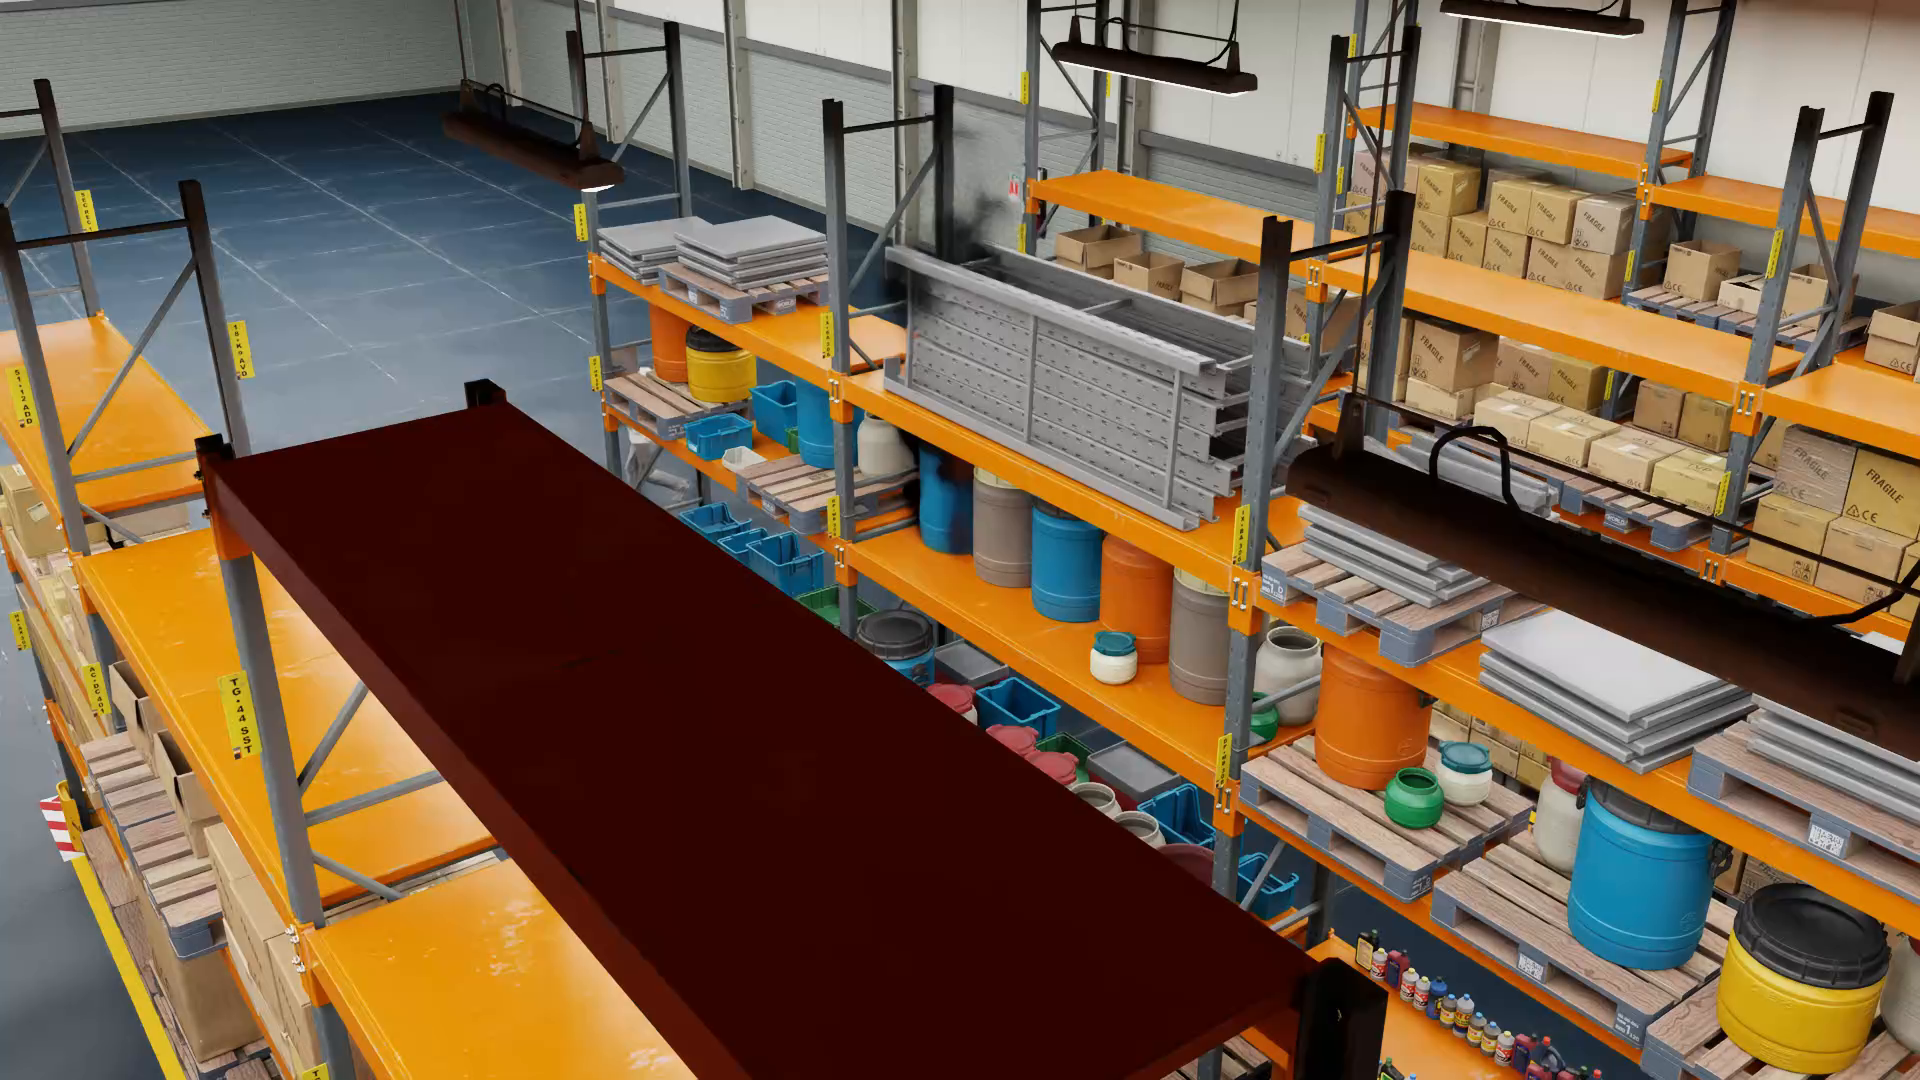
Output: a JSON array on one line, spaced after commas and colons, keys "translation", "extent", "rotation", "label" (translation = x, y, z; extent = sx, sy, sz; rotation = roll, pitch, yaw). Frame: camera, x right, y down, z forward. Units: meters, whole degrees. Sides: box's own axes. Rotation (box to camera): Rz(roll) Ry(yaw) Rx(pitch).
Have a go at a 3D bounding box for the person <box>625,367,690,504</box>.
[{"translation": [-3.664, -1.190, 19.454], "extent": [0.919, 1.750, 0.667], "rotation": [-3, 25, -7], "label": "person"}]
